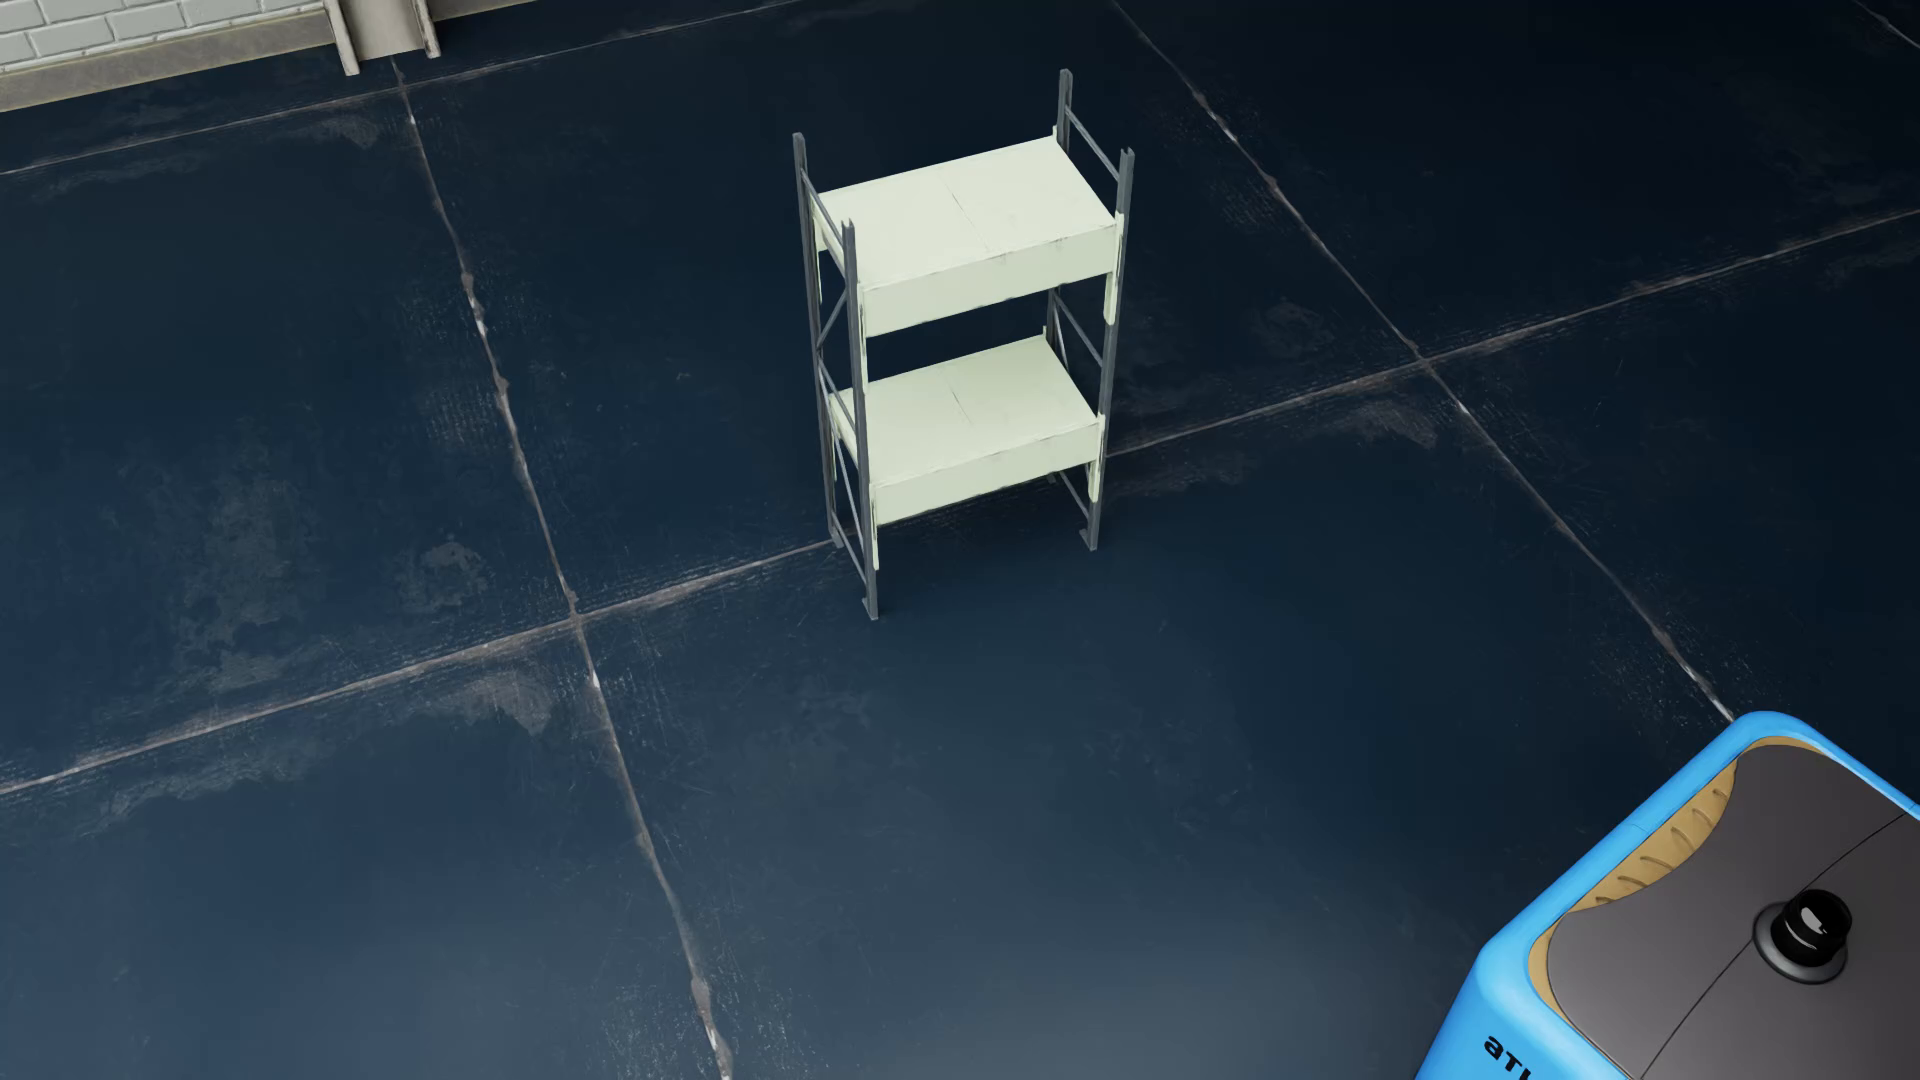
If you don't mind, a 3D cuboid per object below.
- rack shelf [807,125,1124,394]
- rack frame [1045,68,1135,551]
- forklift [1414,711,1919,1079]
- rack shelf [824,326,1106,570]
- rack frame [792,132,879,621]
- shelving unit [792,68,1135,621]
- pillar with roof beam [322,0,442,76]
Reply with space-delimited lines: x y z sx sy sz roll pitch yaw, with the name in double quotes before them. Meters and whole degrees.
"rack shelf" 0.006 -0.745 4.387 0.720 0.370 0.431 -17 52 -14
"rack frame" 0.345 -0.596 4.773 0.023 1.500 0.400 -17 52 -14
"forklift" 2.288 1.183 2.302 1.130 2.935 3.031 -32 56 -24
"rack shelf" 0.006 -0.278 4.930 0.720 0.370 0.431 -17 52 -14
"rack frame" -0.333 -0.386 4.593 0.023 1.500 0.400 -17 52 -14
"shelving unit" 0.006 -0.491 4.683 0.755 1.500 0.431 -17 52 -14
"pillar with roof beam" -0.793 -1.998 1.034 0.400 9.000 9.100 -17 52 -14
